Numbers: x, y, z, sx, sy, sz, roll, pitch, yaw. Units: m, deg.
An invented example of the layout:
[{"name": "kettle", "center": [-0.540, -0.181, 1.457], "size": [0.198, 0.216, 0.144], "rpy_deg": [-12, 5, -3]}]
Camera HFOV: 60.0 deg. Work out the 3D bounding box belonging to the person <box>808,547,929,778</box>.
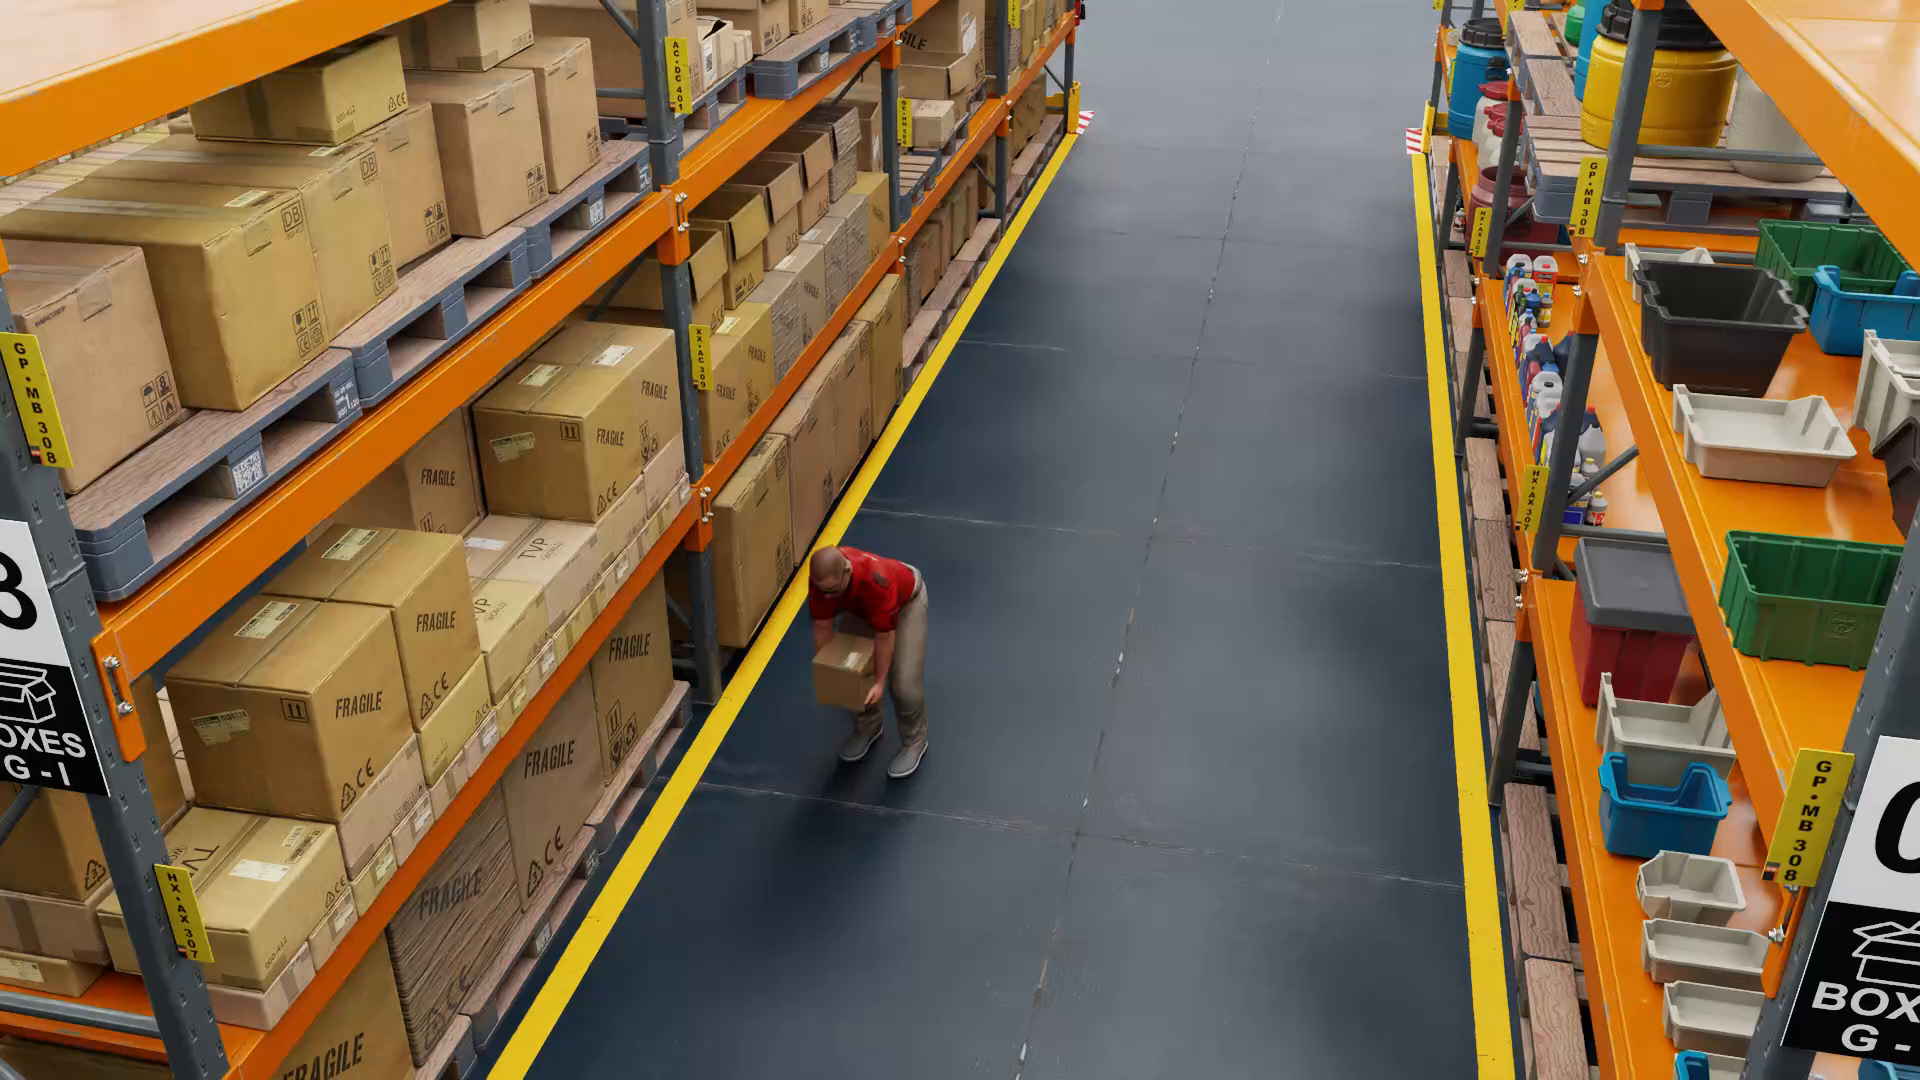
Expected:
[{"name": "person", "center": [-0.462, 0.534, 7.966], "size": [0.478, 1.443, 0.833], "rpy_deg": [14, 31, 23]}]
